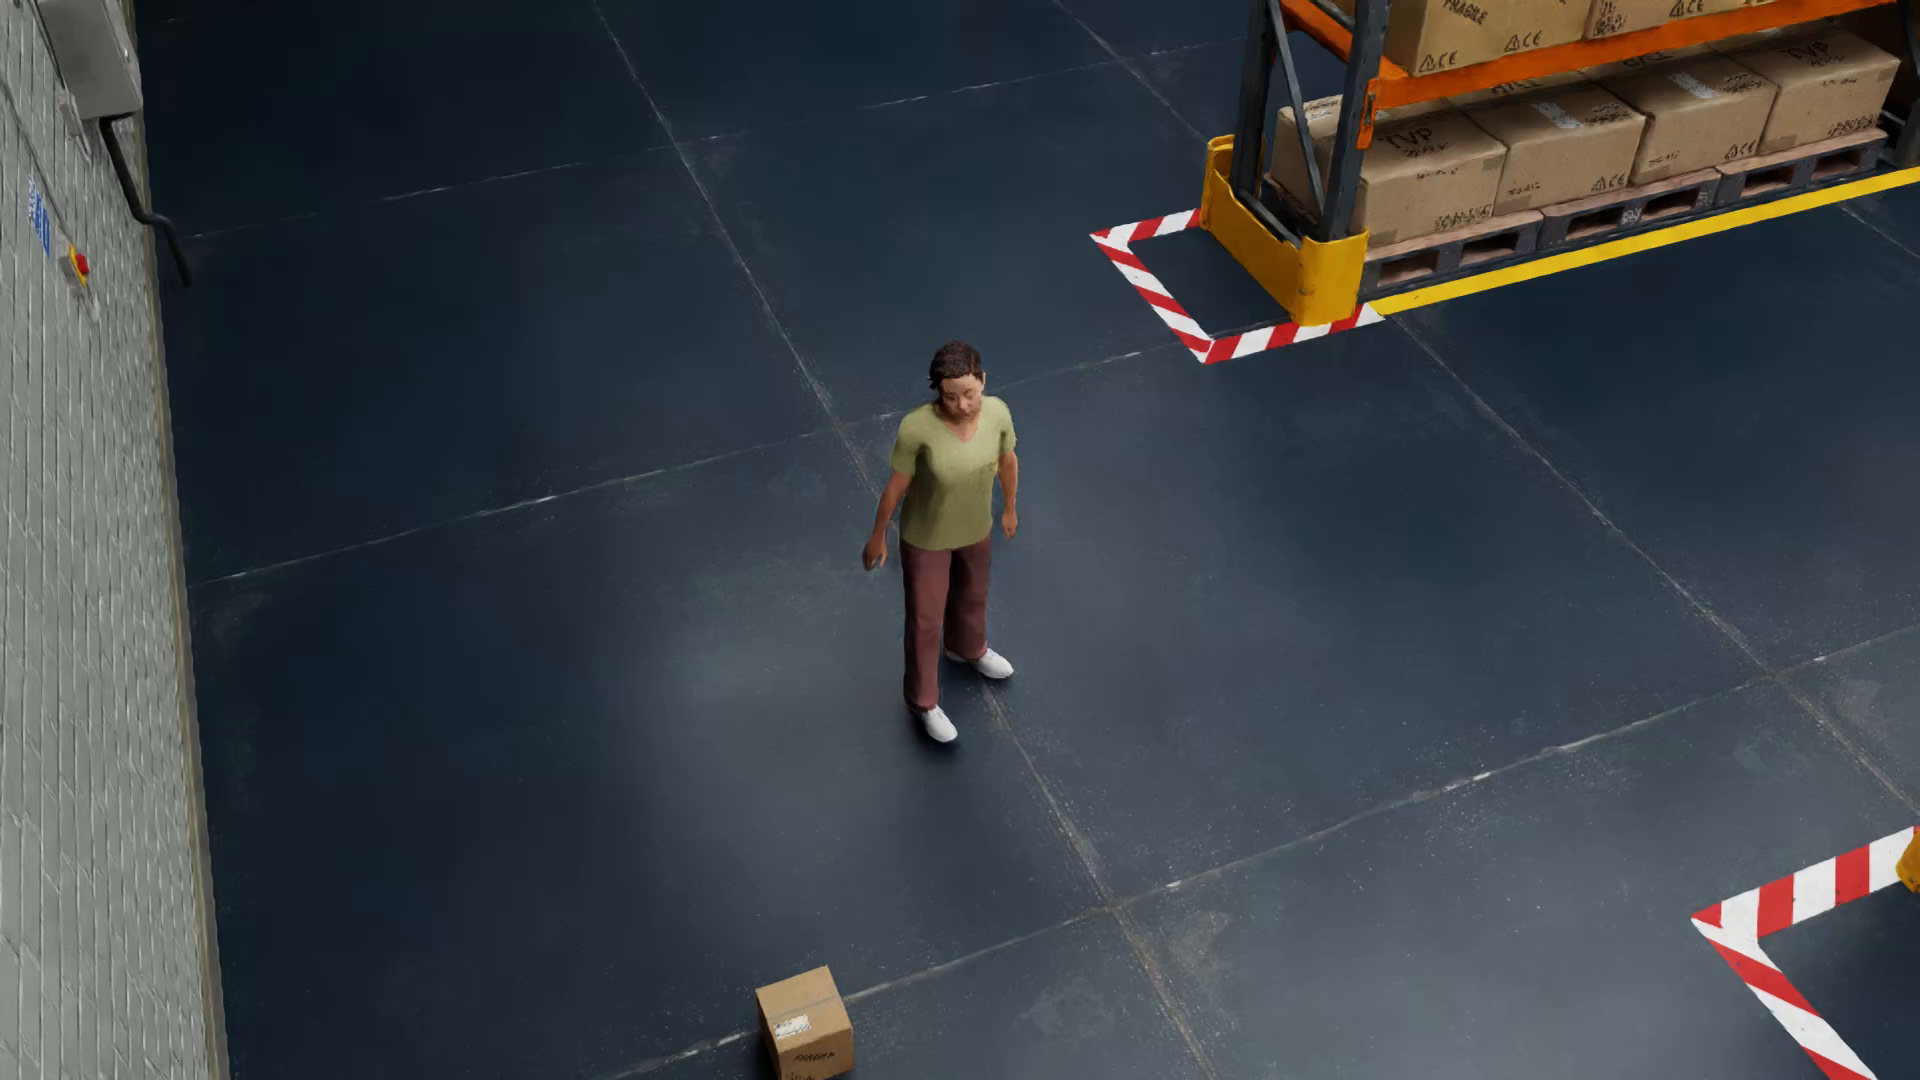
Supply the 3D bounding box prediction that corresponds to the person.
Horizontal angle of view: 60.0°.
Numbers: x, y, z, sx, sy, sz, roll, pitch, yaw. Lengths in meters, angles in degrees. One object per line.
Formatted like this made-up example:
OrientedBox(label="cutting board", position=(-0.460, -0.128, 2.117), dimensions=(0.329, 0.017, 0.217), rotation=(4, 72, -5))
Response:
OrientedBox(label="person", position=(-0.035, 0.095, 6.199), dimensions=(0.621, 1.429, 0.517), rotation=(-18, 45, -19))
